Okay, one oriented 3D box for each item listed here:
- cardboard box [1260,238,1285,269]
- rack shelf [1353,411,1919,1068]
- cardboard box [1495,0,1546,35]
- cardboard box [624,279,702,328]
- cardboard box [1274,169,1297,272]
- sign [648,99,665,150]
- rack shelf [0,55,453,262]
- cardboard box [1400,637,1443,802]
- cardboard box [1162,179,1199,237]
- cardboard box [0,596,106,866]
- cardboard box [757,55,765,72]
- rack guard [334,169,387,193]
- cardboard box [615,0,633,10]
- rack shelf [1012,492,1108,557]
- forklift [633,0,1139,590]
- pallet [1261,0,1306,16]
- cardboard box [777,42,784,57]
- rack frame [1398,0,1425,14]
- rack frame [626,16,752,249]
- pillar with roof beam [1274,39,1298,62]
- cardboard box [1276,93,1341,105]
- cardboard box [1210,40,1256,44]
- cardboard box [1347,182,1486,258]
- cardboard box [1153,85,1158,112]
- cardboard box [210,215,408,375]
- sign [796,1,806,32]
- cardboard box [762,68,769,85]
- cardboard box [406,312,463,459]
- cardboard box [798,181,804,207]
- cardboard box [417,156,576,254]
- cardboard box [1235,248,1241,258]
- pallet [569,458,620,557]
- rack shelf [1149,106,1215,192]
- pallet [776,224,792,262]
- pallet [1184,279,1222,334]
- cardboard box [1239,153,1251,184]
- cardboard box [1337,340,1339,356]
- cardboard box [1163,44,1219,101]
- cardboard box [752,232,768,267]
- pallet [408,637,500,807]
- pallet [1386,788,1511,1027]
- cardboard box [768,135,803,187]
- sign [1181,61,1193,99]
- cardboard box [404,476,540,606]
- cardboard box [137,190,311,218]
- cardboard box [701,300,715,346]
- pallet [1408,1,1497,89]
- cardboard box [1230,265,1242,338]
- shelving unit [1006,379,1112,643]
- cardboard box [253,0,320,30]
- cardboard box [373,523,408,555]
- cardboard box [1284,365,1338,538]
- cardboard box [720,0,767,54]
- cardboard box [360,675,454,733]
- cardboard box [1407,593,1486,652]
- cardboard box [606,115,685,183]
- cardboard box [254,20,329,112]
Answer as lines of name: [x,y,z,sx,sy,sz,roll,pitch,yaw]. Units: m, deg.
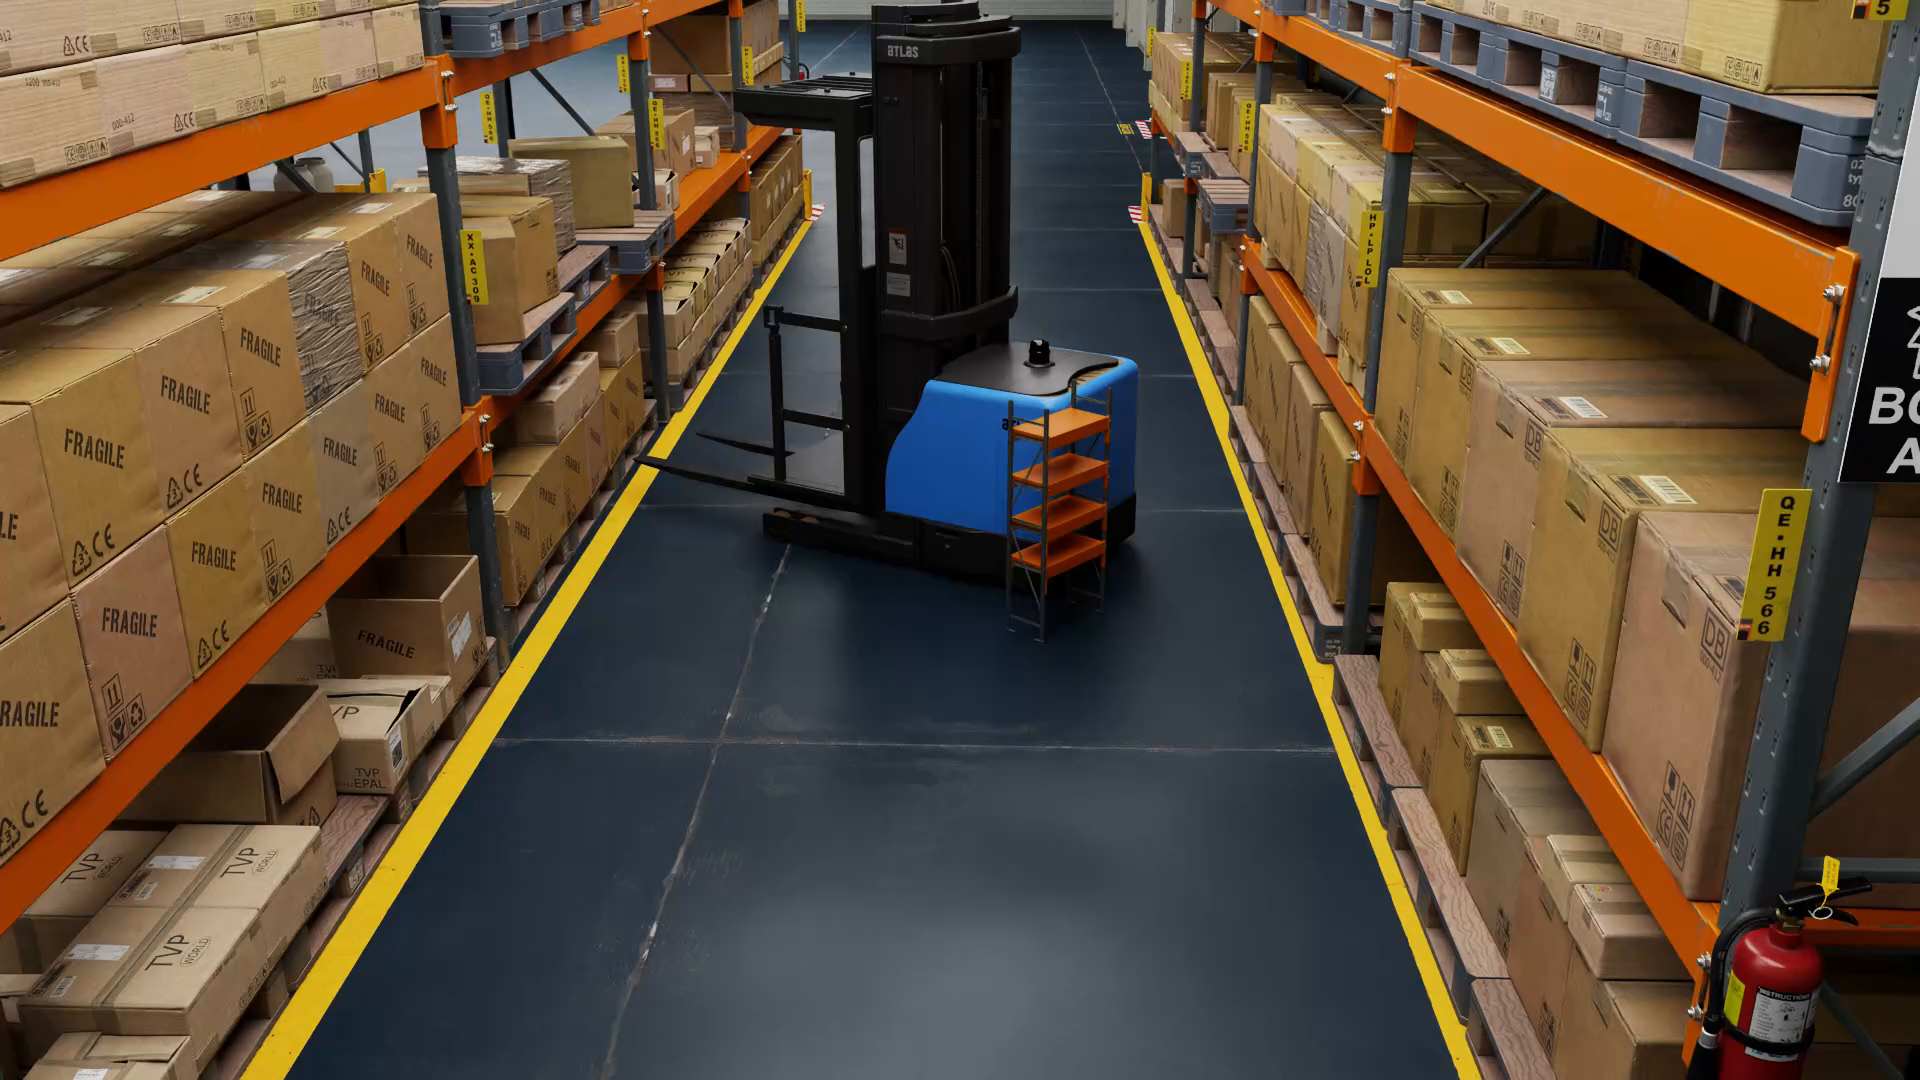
cardboard box: [2.061,-1.768,10.259,0.380,0.149,0.250,1,21,3]
rack shelf: [2.229,0.326,5.536,1.077,0.370,4.000,1,21,2]
cardboard box: [1.968,-1.687,5.071,0.500,0.250,0.500,0,21,0]
cardboard box: [-2.222,-1.783,12.423,0.500,0.311,0.500,0,21,0]
cardboard box: [2.100,-1.832,9.526,0.500,0.500,0.500,1,21,1]
sign: [-1.997,-2.732,10.932,0.100,0.325,0.005,1,21,2]
rack shelf: [-2.722,-1.125,5.130,1.077,0.370,4.000,1,21,2]
cardboard box: [2.147,0.688,6.484,0.700,0.500,0.500,0,21,1]
cardboard box: [2.455,-3.391,16.969,0.700,0.500,0.500,-1,21,-2]
cardboard box: [-2.506,0.457,4.067,0.500,0.500,0.500,1,21,3]
cardboard box: [-2.162,-4.772,16.646,0.380,0.149,0.250,0,21,1]
rack guard: [-7.202,-3.987,19.113,1.175,0.500,0.348,1,21,2]
cardboard box: [-2.519,-3.519,10.166,0.910,0.500,0.500,1,21,2]
rack shelf: [0.487,-0.083,8.270,0.258,0.148,0.480,18,27,38]
forklift: [-0.537,-1.481,9.295,3.031,2.935,1.130,12,24,28]
pallet: [2.445,-3.256,9.887,1.213,0.211,1.003,2,21,4]
cardboard box: [-2.117,-5.333,18.092,0.380,0.149,0.250,0,21,1]
rack frame: [2.290,-3.529,6.184,1.000,3.000,0.127,1,21,2]
rack frame: [-2.418,-3.678,14.861,1.000,3.000,0.127,1,21,2]
pillar with roof beam: [-0.804,-7.653,16.812,9.100,9.000,0.400,1,21,2]
cardboard box: [2.388,-2.974,11.404,0.380,0.149,0.250,-3,21,-7]
cardboard box: [2.817,-4.818,16.944,0.500,0.500,0.500,0,21,0]
cardboard box: [2.049,-1.448,7.501,0.500,0.250,0.500,1,21,3]
cardboard box: [2.322,-4.650,17.545,0.500,0.250,0.500,0,21,0]
cardboard box: [-2.431,-0.927,6.251,0.500,0.500,0.500,0,21,1]
sign: [-1.754,-5.763,18.308,0.100,0.325,0.005,1,21,2]
cardboard box: [-2.355,-4.633,17.184,0.700,0.500,0.500,1,21,2]
cardboard box: [-2.420,-0.648,6.915,0.500,0.500,0.500,1,21,3]
cardboard box: [-2.017,-3.841,18.502,0.500,0.250,0.500,1,21,2]
cardboard box: [-2.665,-1.917,9.603,0.700,0.500,0.500,5,22,12]
cardboard box: [2.506,-2.400,13.379,0.500,0.250,0.500,0,21,0]
pallet: [-2.640,-0.222,9.810,1.003,0.211,1.213,1,21,2]
rack shelf: [2.594,-4.013,16.718,1.077,0.370,4.000,1,21,2]
pallet: [-2.317,-3.107,17.245,1.003,0.211,1.213,1,21,2]
pallet: [2.511,-2.043,14.503,1.003,0.211,1.213,1,21,2]
cardboard box: [2.406,-2.803,11.859,0.700,0.500,0.500,-1,21,-3]
cardboard box: [2.055,-0.934,8.110,0.380,0.149,0.250,1,21,3]
cardboard box: [2.290,-4.639,16.480,0.500,0.500,0.500,1,21,3]
cardboard box: [-2.101,-2.756,15.706,0.500,0.250,0.500,1,21,2]
pallet: [-2.683,0.763,7.271,1.003,0.211,1.213,1,21,2]
pallet: [2.155,1.284,5.928,1.003,0.211,1.213,1,21,2]
cardboard box: [-2.015,-4.191,18.366,0.500,0.500,0.500,1,21,2]
sign: [1.991,-4.032,14.576,0.100,0.325,0.005,1,21,2]
cardboard box: [-2.403,0.003,8.223,0.500,0.500,0.500,0,21,-1]
cardboard box: [-2.957,-1.131,6.776,0.500,0.500,0.500,1,21,3]
cardboard box: [-2.206,-1.702,12.988,0.500,0.250,0.500,0,21,0]
pallet: [2.255,-1.794,5.981,1.003,0.211,1.213,1,21,2]
cardboard box: [2.500,-1.844,12.982,0.700,0.500,0.500,1,21,1]
shelving unit: [0.487,-0.146,8.245,0.258,1.200,0.503,18,27,38]
cardboard box: [-2.441,-1.807,5.408,0.500,0.250,0.500,1,21,2]
cardboard box: [-2.933,-0.007,8.247,0.500,0.500,0.500,1,21,1]
cardboard box: [2.204,-0.484,9.020,0.750,0.750,0.750,1,21,3]
cardboard box: [-2.350,-5.215,16.892,0.700,0.500,0.500,1,21,2]
cardboard box: [-2.346,0.684,6.952,0.380,0.149,0.250,1,21,2]
cardboard box: [1.972,0.326,6.520,0.380,0.149,0.250,1,21,3]
cardboard box: [-2.489,-3.075,13.170,0.500,0.500,0.500,1,21,2]
cardboard box: [-2.443,-1.574,5.499,0.500,0.250,0.500,1,21,2]
